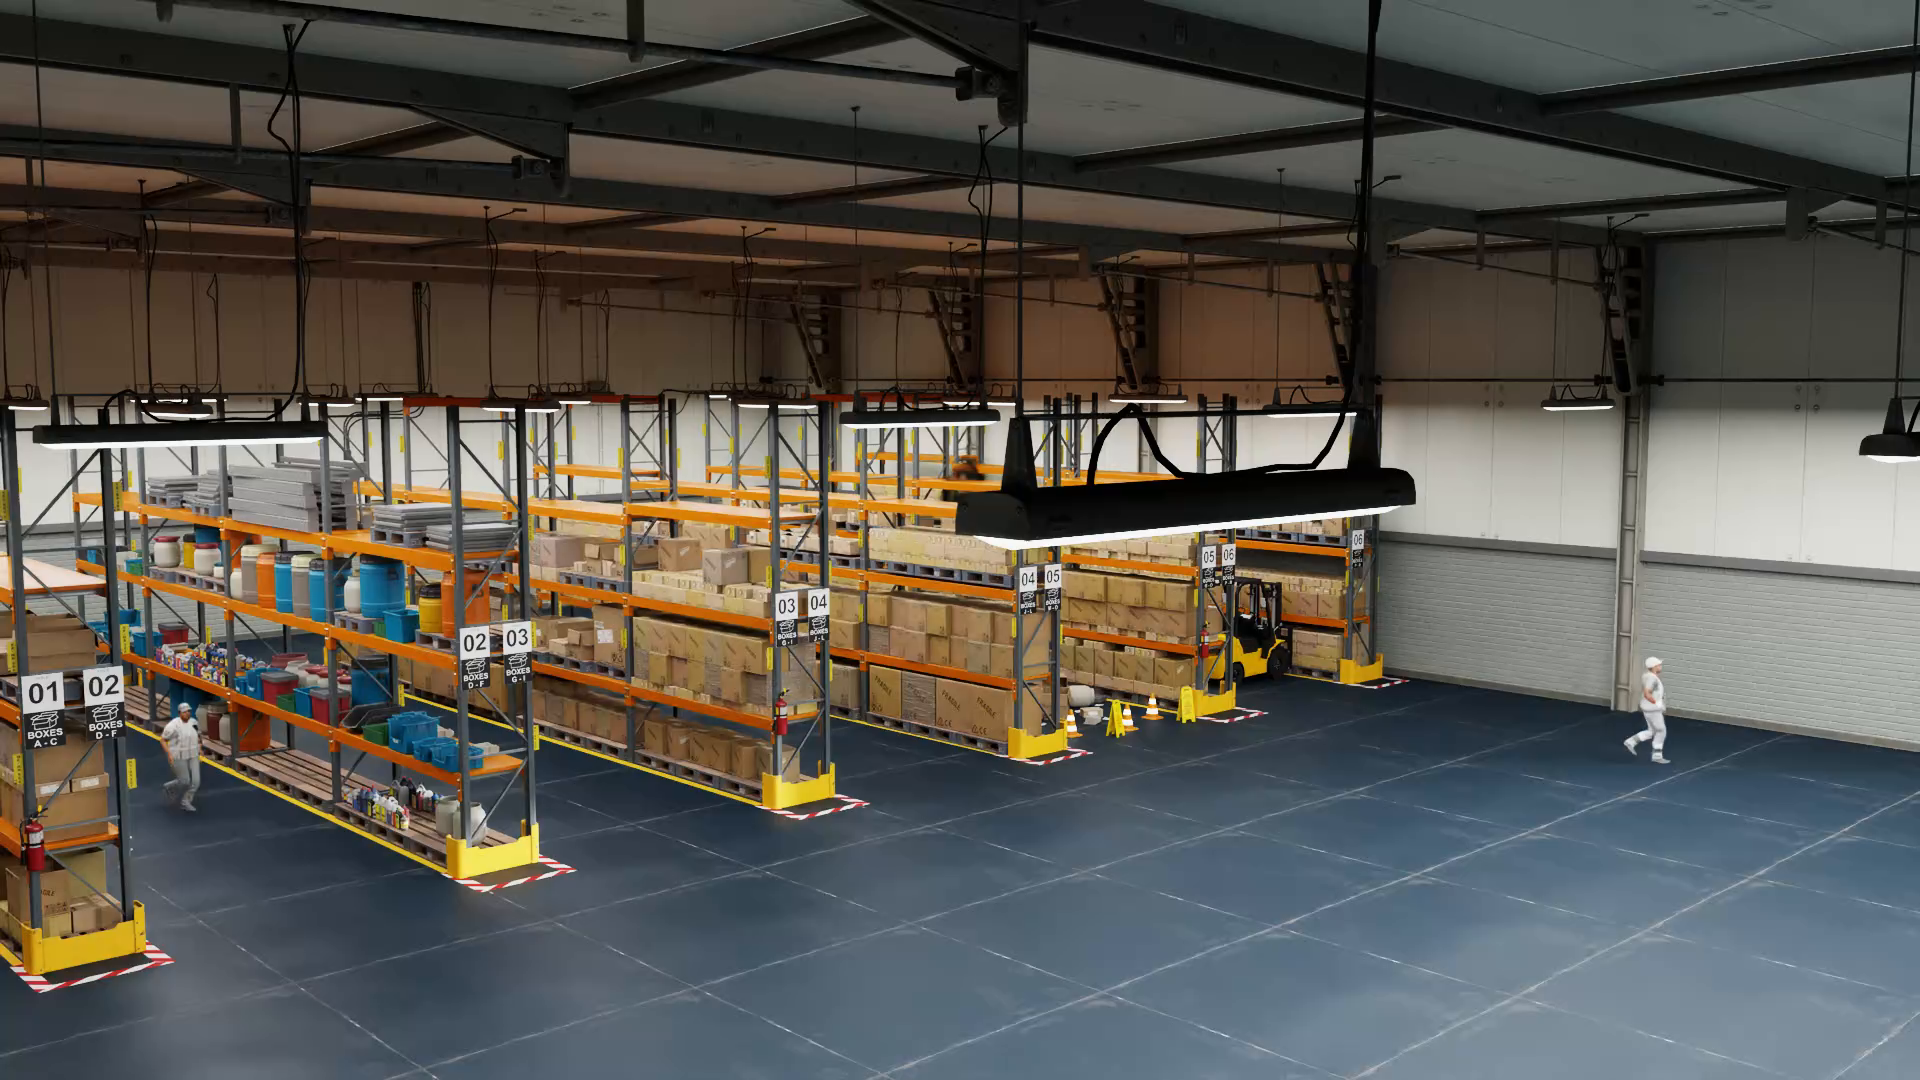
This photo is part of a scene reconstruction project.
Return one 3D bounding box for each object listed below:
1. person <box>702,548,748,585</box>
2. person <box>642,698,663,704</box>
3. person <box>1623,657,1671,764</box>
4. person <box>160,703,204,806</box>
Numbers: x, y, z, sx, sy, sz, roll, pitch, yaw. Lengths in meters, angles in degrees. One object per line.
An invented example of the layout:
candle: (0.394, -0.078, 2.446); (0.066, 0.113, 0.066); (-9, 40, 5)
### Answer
person: (-5.316, 1.110, 34.927); (3.797, 3.690, 19.138); (-2, 6, -20)
person: (-5.968, 2.333, 32.509); (0.723, 1.821, 0.721); (5, 8, 43)
person: (11.362, 2.804, 27.423); (0.740, 1.767, 0.667); (1, 6, 14)
person: (-11.381, 3.145, 24.392); (0.532, 1.543, 0.594); (4, 7, 35)
